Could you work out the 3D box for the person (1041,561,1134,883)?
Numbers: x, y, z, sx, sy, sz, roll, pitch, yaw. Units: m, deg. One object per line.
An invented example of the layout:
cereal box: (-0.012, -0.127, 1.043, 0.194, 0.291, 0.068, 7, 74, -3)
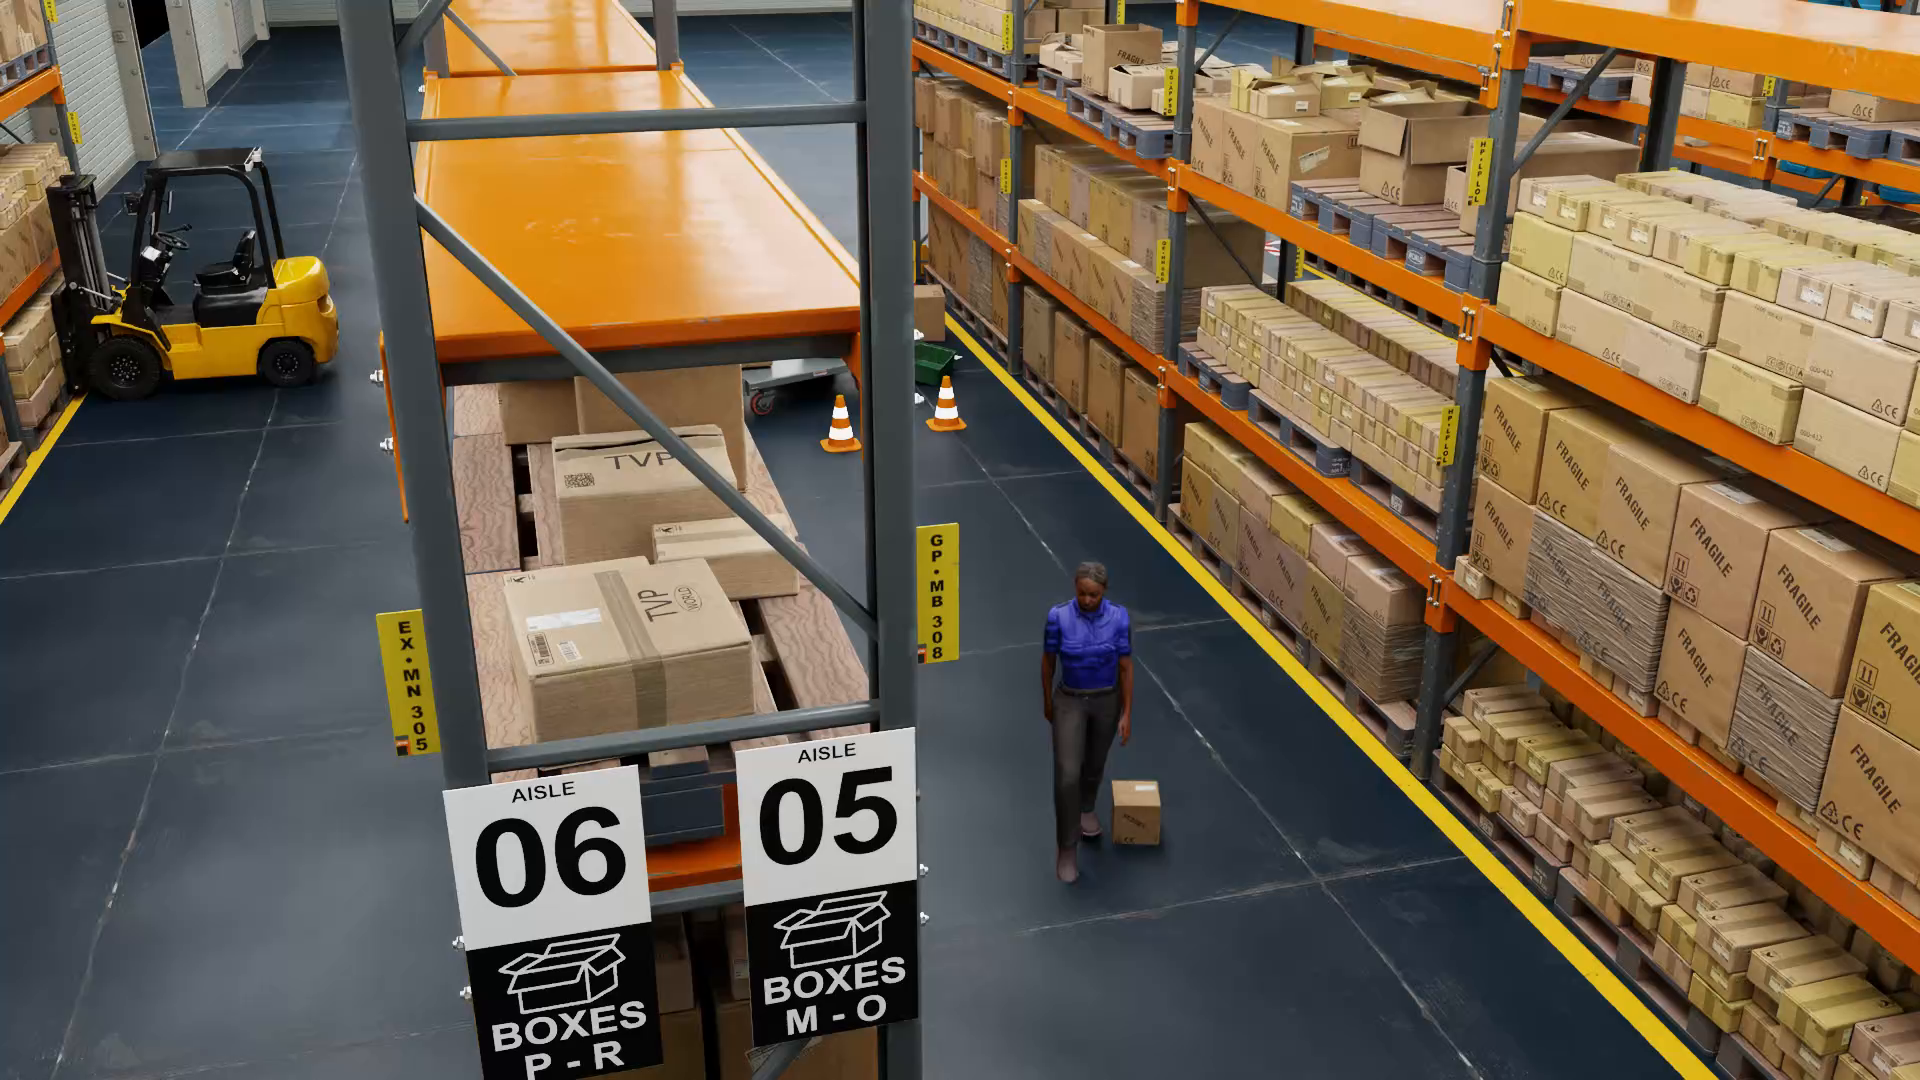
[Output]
person: (0.653, 0.893, 8.568, 0.453, 1.710, 0.626, -2, 23, -6)
